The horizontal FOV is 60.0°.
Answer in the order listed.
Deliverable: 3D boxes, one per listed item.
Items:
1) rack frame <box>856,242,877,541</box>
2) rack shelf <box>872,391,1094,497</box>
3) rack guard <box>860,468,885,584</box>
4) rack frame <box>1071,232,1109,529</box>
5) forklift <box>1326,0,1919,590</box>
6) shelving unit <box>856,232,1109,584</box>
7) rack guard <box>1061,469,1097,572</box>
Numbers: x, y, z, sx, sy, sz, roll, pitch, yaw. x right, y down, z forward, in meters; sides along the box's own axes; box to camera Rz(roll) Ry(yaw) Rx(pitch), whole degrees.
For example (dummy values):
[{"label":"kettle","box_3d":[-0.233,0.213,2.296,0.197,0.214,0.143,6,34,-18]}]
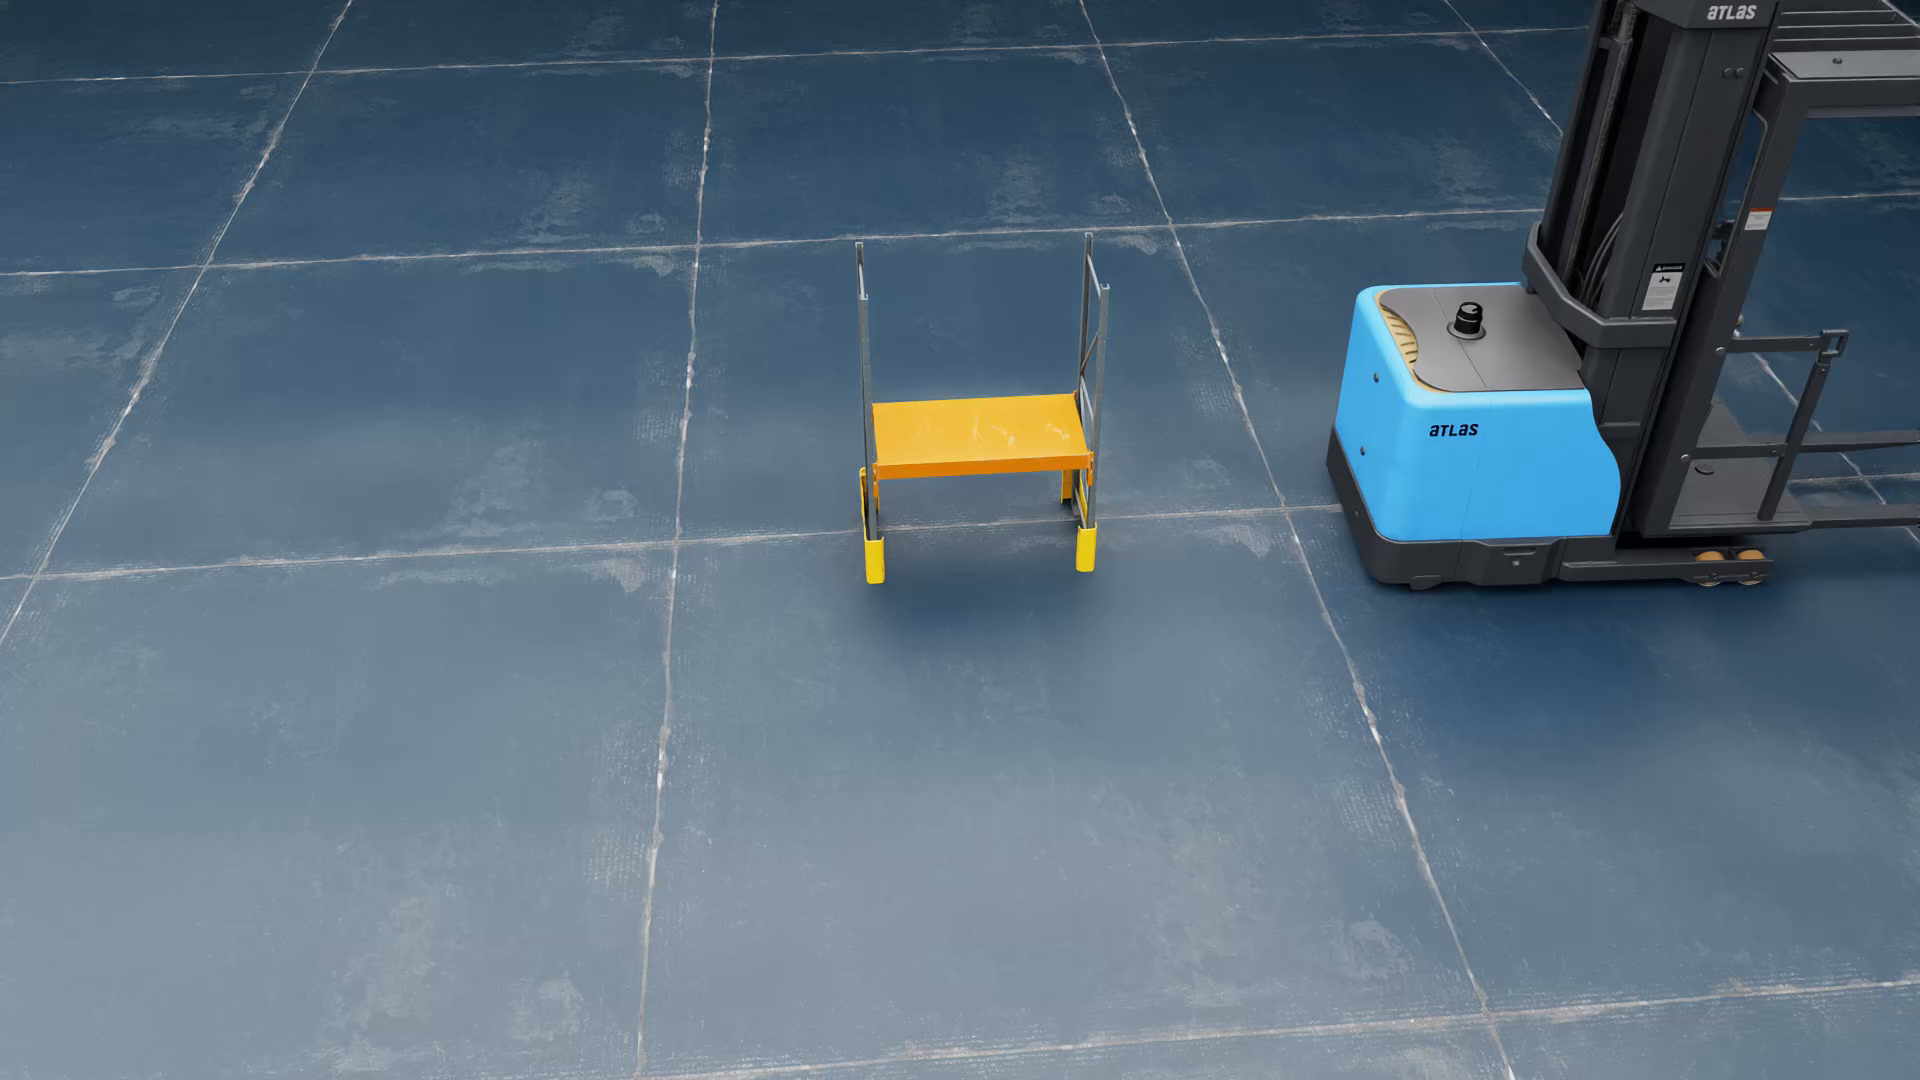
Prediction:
[{"label":"rack frame","box_3d":[-0.421,-0.566,7.578,0.032,1.500,0.500,-3,38,-4]},{"label":"rack shelf","box_3d":[0.085,-0.452,7.725,1.000,0.185,0.538,-3,38,-4]},{"label":"rack guard","box_3d":[-0.420,-0.075,7.965,0.087,0.250,0.587,-3,38,-4]},{"label":"rack frame","box_3d":[0.591,-0.621,7.649,0.032,1.500,0.500,-3,38,-4]},{"label":"forklift","box_3d":[3.392,-1.261,7.304,3.031,2.935,1.130,-2,38,-2]},{"label":"shelving unit","box_3d":[0.076,-0.593,7.613,1.083,1.500,0.587,-3,38,-4]},{"label":"rack guard","box_3d":[0.572,-0.130,8.034,0.087,0.250,0.587,-3,38,-4]}]
